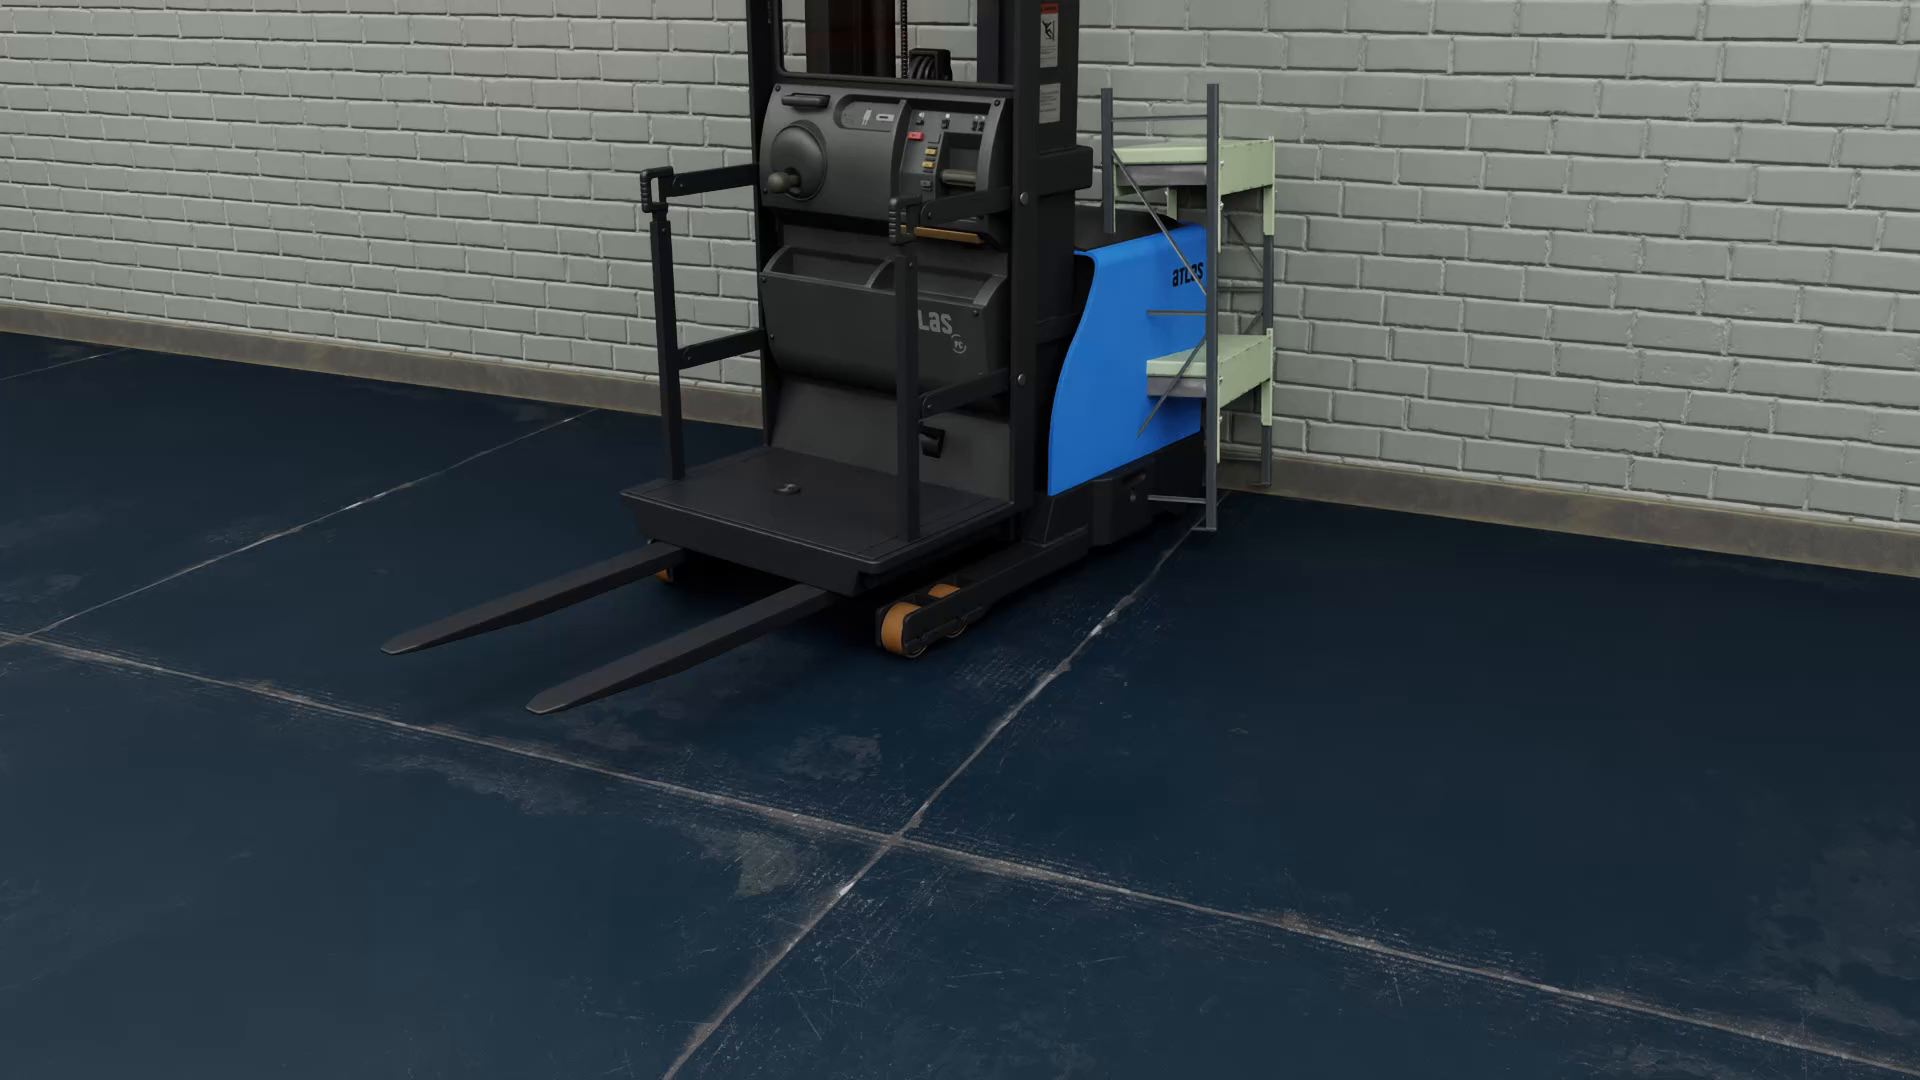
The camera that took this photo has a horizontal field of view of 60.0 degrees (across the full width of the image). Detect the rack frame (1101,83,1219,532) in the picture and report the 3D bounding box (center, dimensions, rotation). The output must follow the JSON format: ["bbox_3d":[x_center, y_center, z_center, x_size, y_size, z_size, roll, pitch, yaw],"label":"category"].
[{"bbox_3d":[0.682,-0.771,5.667,0.400,1.500,0.023,5,16,24],"label":"rack frame"}]

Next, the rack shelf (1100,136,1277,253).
[{"bbox_3d":[0.822,-1.238,5.889,0.431,0.370,0.720,5,16,24],"label":"rack shelf"}]

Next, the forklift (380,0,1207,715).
[{"bbox_3d":[-0.382,-1.213,5.007,1.130,2.935,3.031,14,24,35],"label":"forklift"}]

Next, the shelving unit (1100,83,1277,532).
[{"bbox_3d":[0.836,-0.861,5.987,0.431,1.500,0.755,5,16,24],"label":"shelving unit"}]

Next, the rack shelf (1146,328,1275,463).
[{"bbox_3d":[0.847,-0.545,6.070,0.431,0.370,0.720,5,16,24],"label":"rack shelf"}]

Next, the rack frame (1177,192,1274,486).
[{"bbox_3d":[0.989,-0.950,6.307,0.400,1.500,0.023,5,16,24],"label":"rack frame"}]
